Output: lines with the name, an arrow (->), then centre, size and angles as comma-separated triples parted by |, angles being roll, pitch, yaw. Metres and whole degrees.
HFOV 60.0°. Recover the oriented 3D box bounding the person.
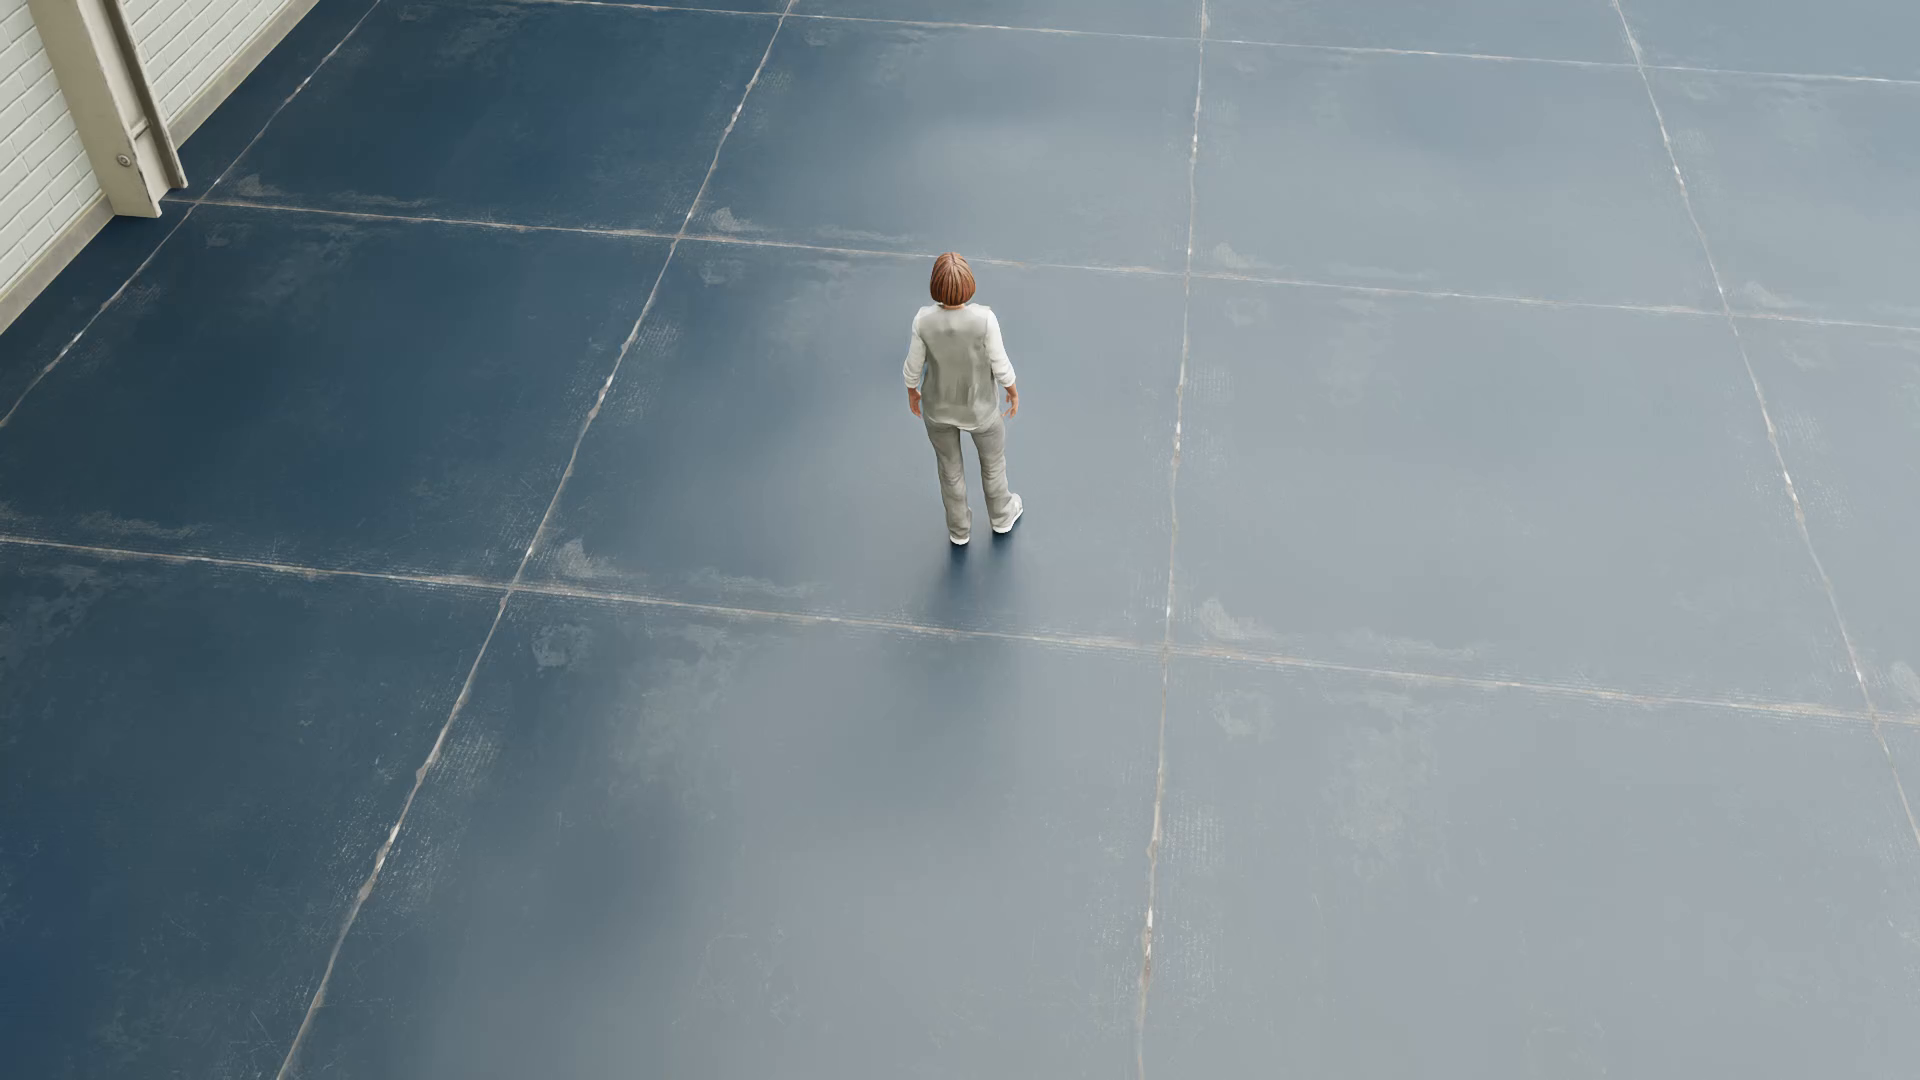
person -> 0.024, -0.642, 7.398 | 0.520, 1.597, 0.475 | 5, 43, 6
